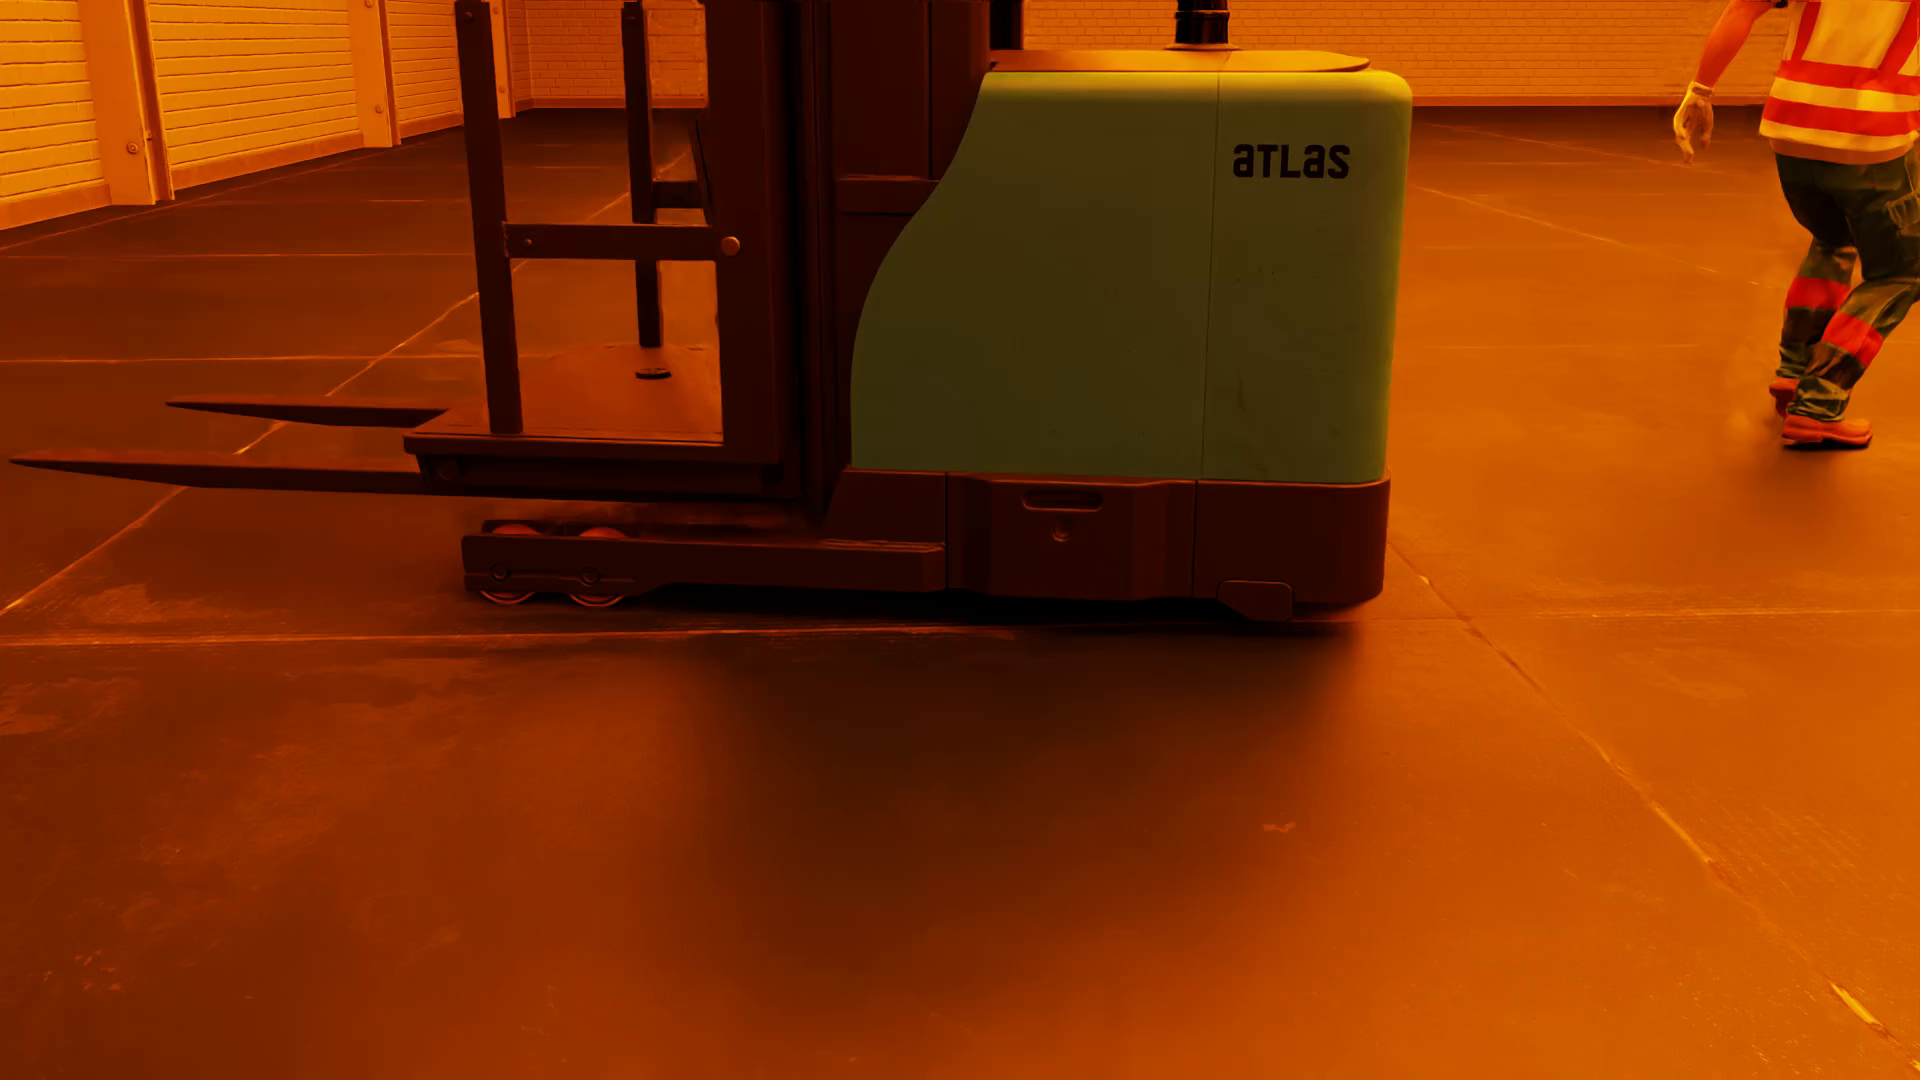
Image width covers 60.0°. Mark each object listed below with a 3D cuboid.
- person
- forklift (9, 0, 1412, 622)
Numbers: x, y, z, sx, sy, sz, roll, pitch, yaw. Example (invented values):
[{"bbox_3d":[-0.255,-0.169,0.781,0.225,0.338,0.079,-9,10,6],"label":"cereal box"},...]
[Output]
[{"bbox_3d":[2.498,-1.103,4.666,0.787,1.756,0.673,-12,21,-35],"label":"person"},{"bbox_3d":[-0.603,-1.411,3.519,3.031,2.935,1.130,2,17,7],"label":"forklift"}]
